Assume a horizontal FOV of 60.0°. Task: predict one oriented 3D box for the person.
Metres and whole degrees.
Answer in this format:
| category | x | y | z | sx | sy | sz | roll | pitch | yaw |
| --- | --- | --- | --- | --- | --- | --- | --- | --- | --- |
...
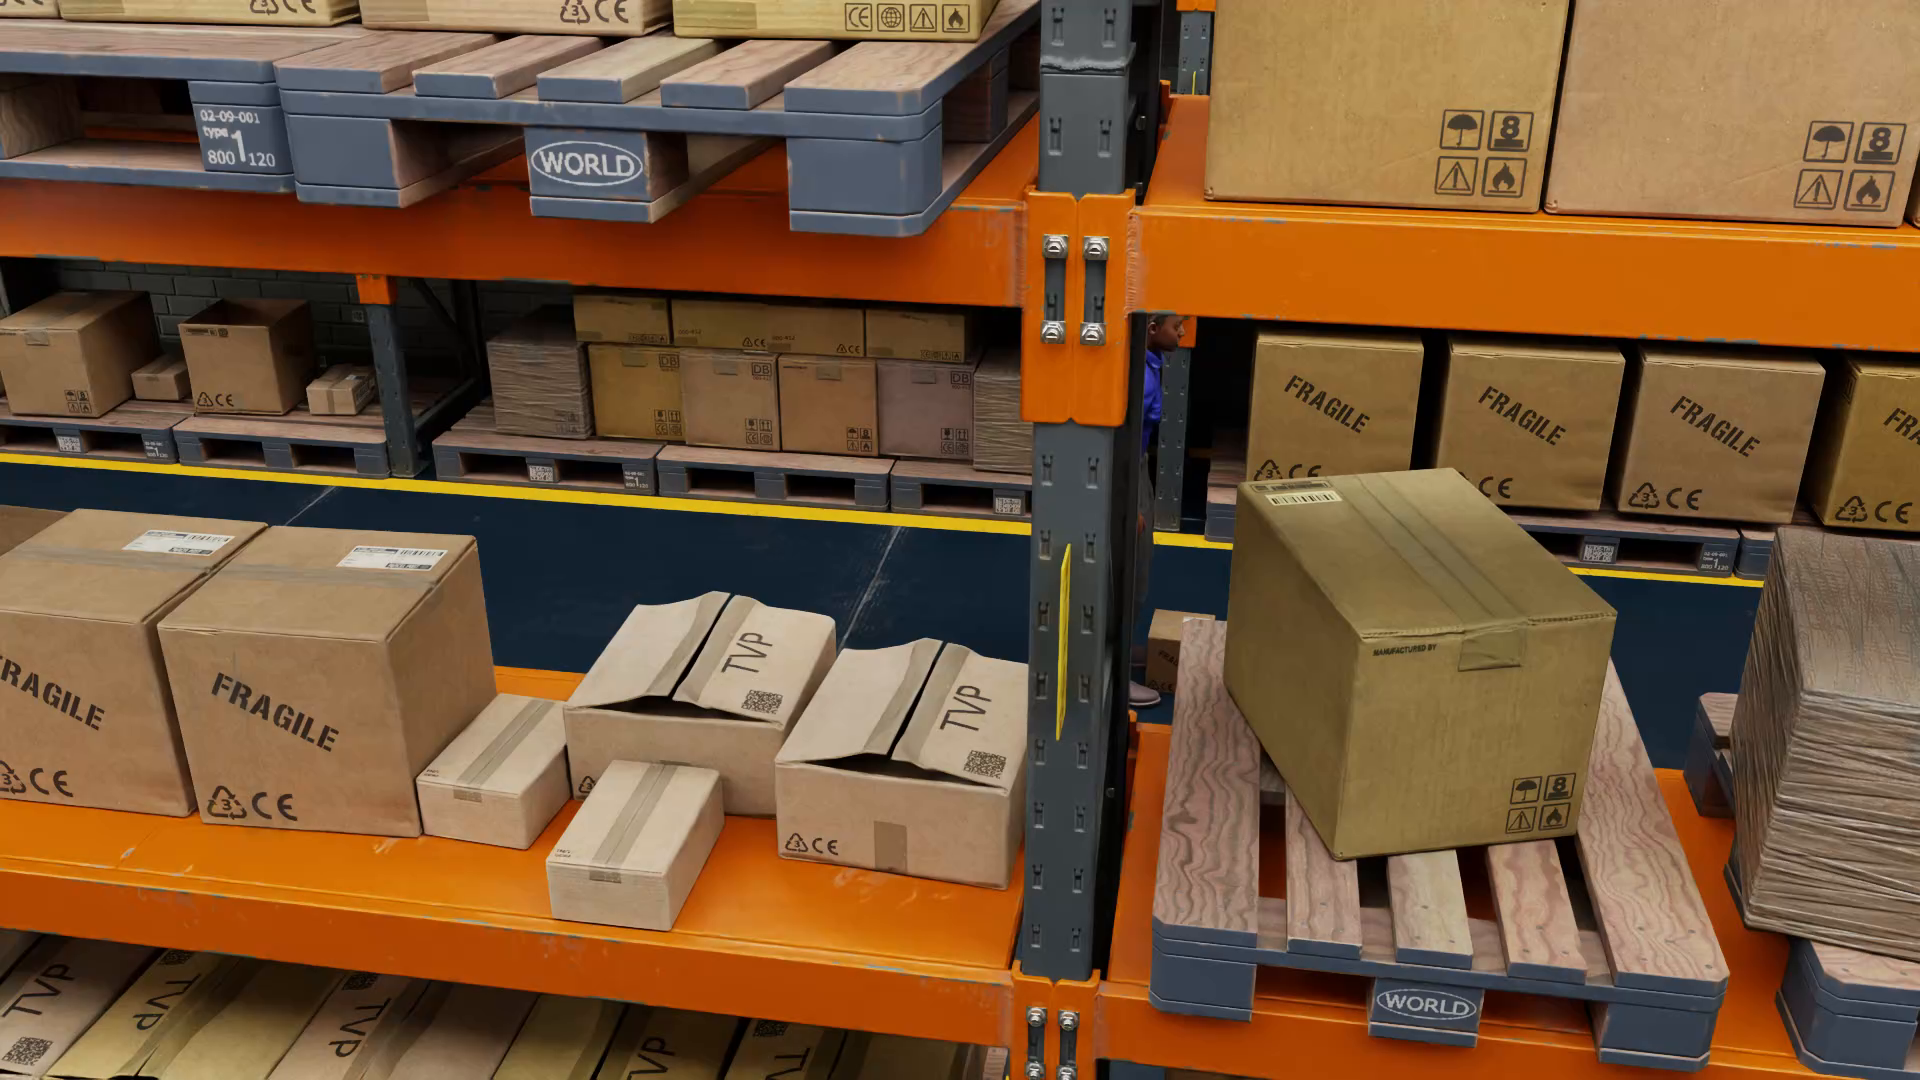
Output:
| category | x | y | z | sx | sy | sz | roll | pitch | yaw |
| --- | --- | --- | --- | --- | --- | --- | --- | --- | --- |
| person | 0.668 | -0.187 | 6.512 | 0.351 | 1.654 | 0.511 | 4 | 25 | 8 |
